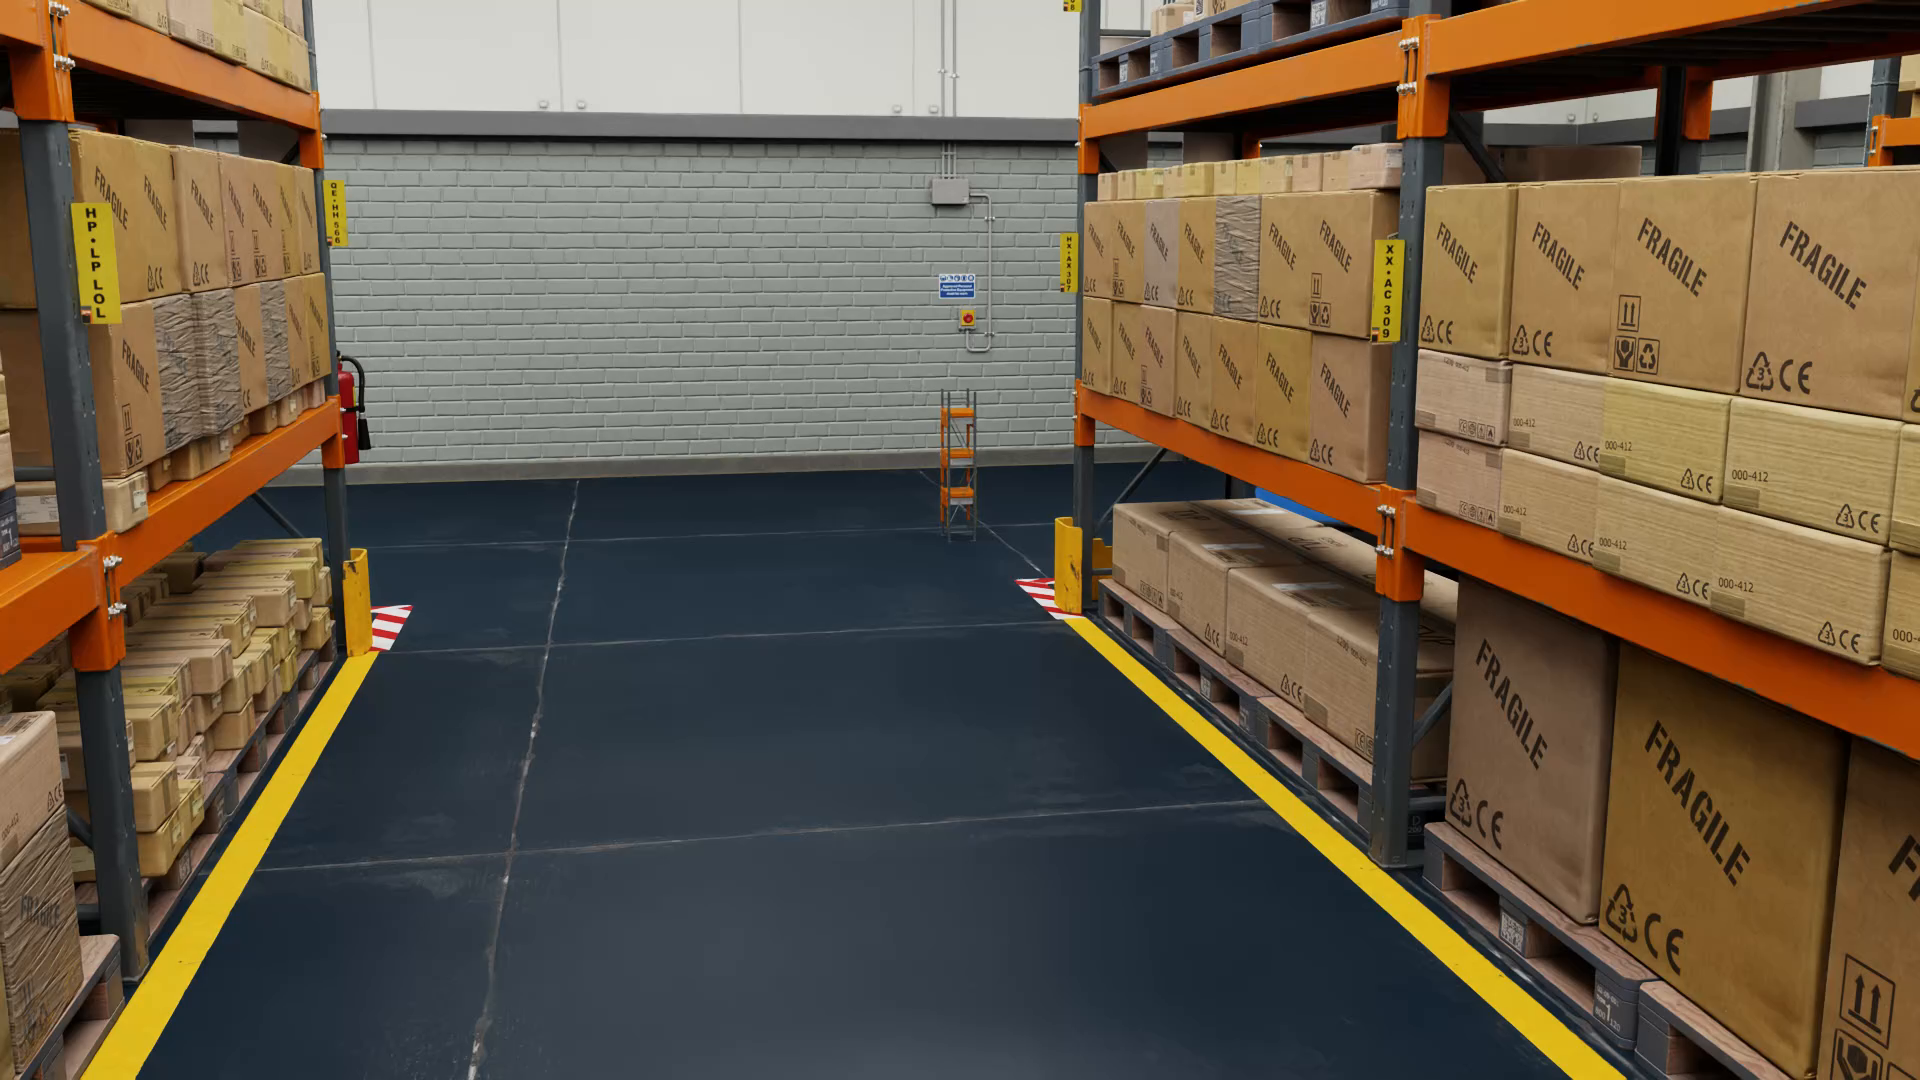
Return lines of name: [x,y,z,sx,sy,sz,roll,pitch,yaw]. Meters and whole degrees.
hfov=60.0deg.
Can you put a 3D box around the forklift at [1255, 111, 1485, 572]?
forklift: [3.468,-1.250,10.423,3.031,2.935,1.130,6,12,28]

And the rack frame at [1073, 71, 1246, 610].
rack frame: [1.153,-1.098,9.443,1.000,3.000,0.127,-2,11,-11]

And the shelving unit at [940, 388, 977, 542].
shelving unit: [-0.010,-0.526,11.650,0.215,1.050,0.252,-2,11,-11]

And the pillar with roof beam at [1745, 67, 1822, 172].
pillar with roof beam: [2.159,-4.597,11.782,9.100,9.000,0.400,-2,11,-11]

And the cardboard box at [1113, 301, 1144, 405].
cardboard box: [1.091,-0.957,8.435,0.500,0.500,0.500,-2,11,-12]

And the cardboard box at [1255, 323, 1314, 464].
cardboard box: [1.485,-0.584,6.472,0.500,0.500,0.500,-2,11,-12]

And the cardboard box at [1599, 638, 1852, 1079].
cardboard box: [2.314,0.749,4.297,0.875,0.875,0.875,-2,11,-9]

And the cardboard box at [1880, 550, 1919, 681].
cardboard box: [2.159,0.173,3.164,0.500,0.250,0.500,-2,11,-12]

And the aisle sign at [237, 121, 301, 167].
aisle sign: [-3.402,-2.201,8.285,0.394,0.787,0.004,-2,11,-11]

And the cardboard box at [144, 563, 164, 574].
cardboard box: [-3.819,0.208,7.492,0.380,0.149,0.250,-2,11,-11]

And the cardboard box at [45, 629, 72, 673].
cardboard box: [-3.555,0.444,6.253,0.380,0.149,0.250,-3,11,-13]

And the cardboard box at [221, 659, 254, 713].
cardboard box: [-2.948,0.568,6.396,0.380,0.149,0.250,-2,11,-11]

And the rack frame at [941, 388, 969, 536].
rack frame: [-0.034,-0.548,11.767,0.200,1.050,0.008,-2,11,-11]

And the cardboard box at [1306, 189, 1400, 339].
cardboard box: [1.569,-0.981,5.888,0.500,0.500,0.500,-2,11,-11]

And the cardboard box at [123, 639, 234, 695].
cardboard box: [-2.904,0.471,6.108,0.380,0.149,0.250,-2,11,-10]

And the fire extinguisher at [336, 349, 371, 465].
fire extinguisher: [-3.279,-0.741,8.773,0.296,0.674,0.183,-2,11,-11]

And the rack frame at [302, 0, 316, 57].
rack frame: [-3.682,-3.847,7.839,1.000,3.000,0.127,-2,11,-11]

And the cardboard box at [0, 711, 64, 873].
cardboard box: [-2.512,0.615,4.001,0.500,0.250,0.500,-2,11,-13]

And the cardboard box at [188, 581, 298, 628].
cardboard box: [-3.068,0.278,7.122,0.380,0.149,0.250,-2,11,-9]

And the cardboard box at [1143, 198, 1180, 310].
cardboard box: [1.182,-1.351,7.833,0.500,0.500,0.500,-2,11,-11]

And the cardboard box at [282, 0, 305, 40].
cardboard box: [-3.343,-2.470,7.692,0.500,0.250,0.500,-2,11,-13]

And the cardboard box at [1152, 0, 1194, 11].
cardboard box: [1.329,-2.674,8.712,0.500,0.250,0.500,-3,11,-16]

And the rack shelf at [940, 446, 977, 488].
rack shelf: [-0.010,-0.515,11.652,0.215,0.259,0.240,-2,11,-11]

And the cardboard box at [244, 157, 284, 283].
cardboard box: [-3.141,-1.323,6.889,0.500,0.500,0.500,-2,11,-8]

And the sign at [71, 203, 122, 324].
sign: [-2.361,-0.756,4.547,0.100,0.325,0.005,-2,11,-11]

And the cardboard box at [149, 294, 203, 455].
cardboard box: [-2.857,-0.552,5.510,0.500,0.500,0.500,-2,11,-11]

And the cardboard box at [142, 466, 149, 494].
cardboard box: [-2.865,-0.198,5.386,0.380,0.149,0.250,-3,11,-14]

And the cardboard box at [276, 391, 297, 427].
cardboard box: [-3.194,-0.588,7.437,0.380,0.149,0.250,-2,11,-9]

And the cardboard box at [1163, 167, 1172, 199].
cardboard box: [1.182,-1.691,7.881,0.380,0.149,0.250,-2,11,-10]

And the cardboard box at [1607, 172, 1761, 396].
cardboard box: [1.956,-0.629,4.039,0.500,0.500,0.500,-2,11,-12]

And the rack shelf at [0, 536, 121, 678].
rack shelf: [-2.515,0.554,2.686,1.077,0.370,4.000,-2,11,-11]

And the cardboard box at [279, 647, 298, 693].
cardboard box: [-3.087,0.568,7.192,0.380,0.149,0.250,-3,11,-14]

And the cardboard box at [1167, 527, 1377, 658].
cardboard box: [1.566,0.239,8.147,0.875,0.438,0.875,-2,11,-9]

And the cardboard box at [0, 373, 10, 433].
cardboard box: [-2.633,-0.329,4.157,0.380,0.149,0.250,-2,11,-9]

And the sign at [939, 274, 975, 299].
sign: [-0.025,-2.274,14.897,0.327,0.218,0.001,-2,11,-11]

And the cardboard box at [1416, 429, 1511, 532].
cardboard box: [1.758,-0.200,5.129,0.500,0.250,0.500,-2,11,-12]

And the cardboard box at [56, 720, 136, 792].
cardboard box: [-2.768,0.665,5.089,0.380,0.149,0.250,-2,11,-9]

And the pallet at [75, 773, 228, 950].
pallet: [-3.070,1.082,5.447,1.003,0.211,1.213,-2,11,-11]

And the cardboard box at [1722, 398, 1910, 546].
cardboard box: [2.042,-0.165,3.603,0.500,0.250,0.500,-2,11,-13]

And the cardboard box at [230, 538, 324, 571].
cardboard box: [-3.331,0.090,8.110,0.380,0.149,0.250,-2,11,-10]

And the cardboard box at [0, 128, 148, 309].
cardboard box: [-2.753,-0.944,4.897,0.500,0.500,0.500,-2,11,-10]

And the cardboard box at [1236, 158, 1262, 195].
cardboard box: [1.373,-1.505,6.905,0.380,0.149,0.250,-2,11,-12]

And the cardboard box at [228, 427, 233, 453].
cardboard box: [-3.040,-0.394,6.414,0.380,0.149,0.250,-2,11,-9]

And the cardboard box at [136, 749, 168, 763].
cardboard box: [-2.798,0.761,5.382,0.380,0.149,0.250,-2,11,-11]

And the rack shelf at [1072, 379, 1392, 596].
rack shelf: [1.542,-0.378,7.583,1.077,0.370,4.000,-2,11,-11]

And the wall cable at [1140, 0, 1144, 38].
wall cable: [0.509,-5.105,14.451,2.355,3.000,0.029,-2,11,-11]

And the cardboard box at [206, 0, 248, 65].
cardboard box: [-3.022,-1.944,6.267,0.500,0.250,0.500,-2,11,-8]

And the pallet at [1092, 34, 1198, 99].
pallet: [1.308,-2.392,8.458,1.003,0.211,1.213,-2,11,-11]

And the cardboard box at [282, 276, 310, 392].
cardboard box: [-3.247,-0.927,7.482,0.500,0.500,0.500,-2,11,-12]

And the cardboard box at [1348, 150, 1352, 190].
cardboard box: [1.615,-1.321,5.936,0.380,0.149,0.250,-2,11,-10]

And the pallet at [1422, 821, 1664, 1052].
pallet: [2.155,1.144,5.121,1.003,0.211,1.213,-2,11,-11]

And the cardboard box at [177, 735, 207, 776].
cardboard box: [-2.910,0.813,5.906,0.380,0.149,0.250,-2,11,-12]

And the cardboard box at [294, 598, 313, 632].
cardboard box: [-3.197,0.330,7.645,0.380,0.149,0.250,-3,11,-13]
